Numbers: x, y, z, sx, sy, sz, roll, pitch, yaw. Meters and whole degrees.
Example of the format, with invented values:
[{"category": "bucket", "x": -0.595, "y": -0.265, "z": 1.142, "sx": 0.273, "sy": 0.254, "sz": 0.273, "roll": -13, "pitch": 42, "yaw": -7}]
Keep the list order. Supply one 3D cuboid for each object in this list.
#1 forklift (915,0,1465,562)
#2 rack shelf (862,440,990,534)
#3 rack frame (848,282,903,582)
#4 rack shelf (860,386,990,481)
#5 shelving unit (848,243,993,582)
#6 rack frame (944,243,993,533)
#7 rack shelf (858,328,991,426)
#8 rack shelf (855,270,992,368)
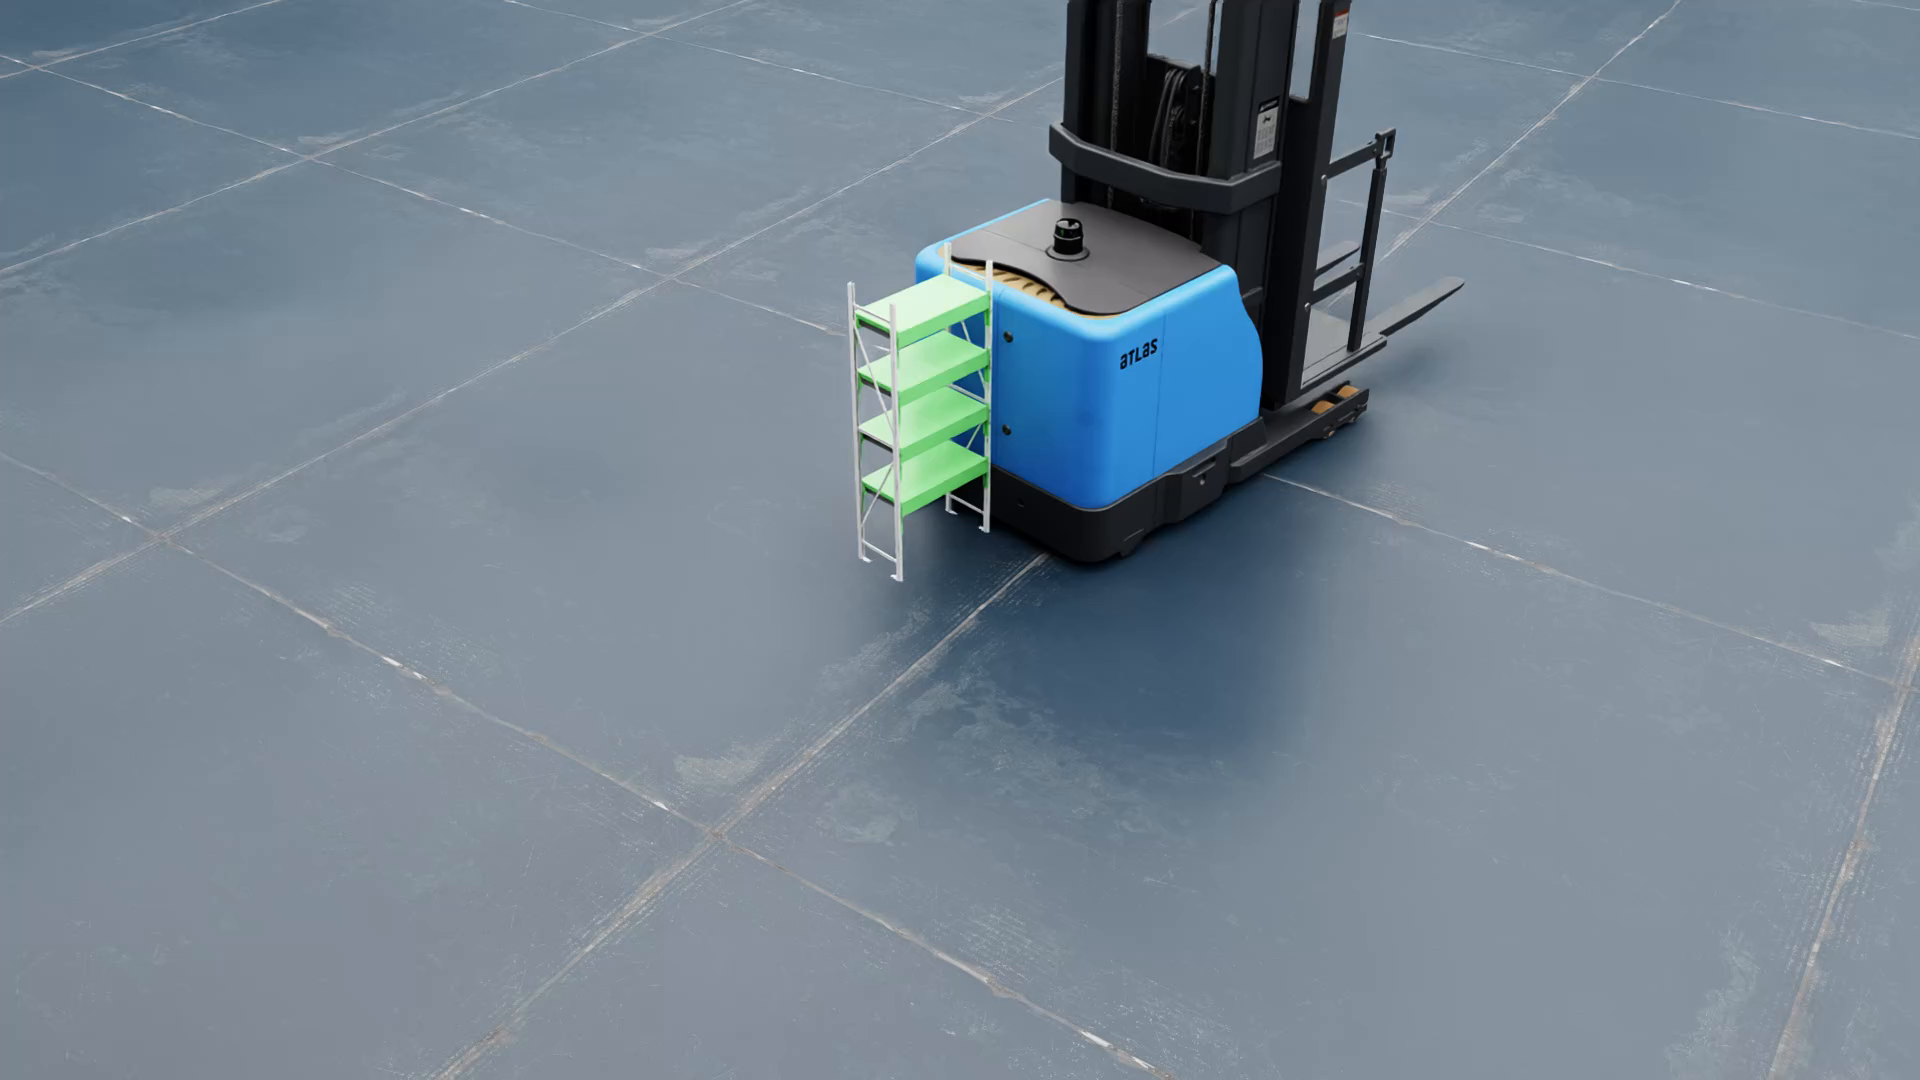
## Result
[{"category": "forklift", "x": 1.204, "y": -1.851, "z": 6.870, "sx": 1.130, "sy": 2.935, "sz": 3.031, "roll": 29, "pitch": 44, "yaw": 36}, {"category": "rack shelf", "x": -0.141, "y": -0.225, "z": 6.555, "sx": 0.258, "sy": 0.148, "sz": 0.480, "roll": 29, "pitch": 44, "yaw": 36}, {"category": "rack frame", "x": -0.314, "y": -0.380, "z": 6.242, "sx": 0.240, "sy": 1.200, "sz": 0.015, "roll": 29, "pitch": 44, "yaw": 36}, {"category": "rack shelf", "x": -0.141, "y": -0.424, "z": 6.420, "sx": 0.258, "sy": 0.148, "sz": 0.480, "roll": 29, "pitch": 44, "yaw": 36}, {"category": "shelving unit", "x": -0.141, "y": -0.477, "z": 6.385, "sx": 0.258, "sy": 1.200, "sz": 0.503, "roll": 29, "pitch": 44, "yaw": 36}, {"category": "rack frame", "x": 0.031, "y": -0.574, "z": 6.528, "sx": 0.240, "sy": 1.200, "sz": 0.015, "roll": 29, "pitch": 44, "yaw": 36}, {"category": "rack shelf", "x": -0.141, "y": -0.623, "z": 6.286, "sx": 0.258, "sy": 0.148, "sz": 0.480, "roll": 29, "pitch": 44, "yaw": 36}, {"category": "rack shelf", "x": -0.141, "y": -0.822, "z": 6.151, "sx": 0.258, "sy": 0.148, "sz": 0.480, "roll": 29, "pitch": 44, "yaw": 36}]
